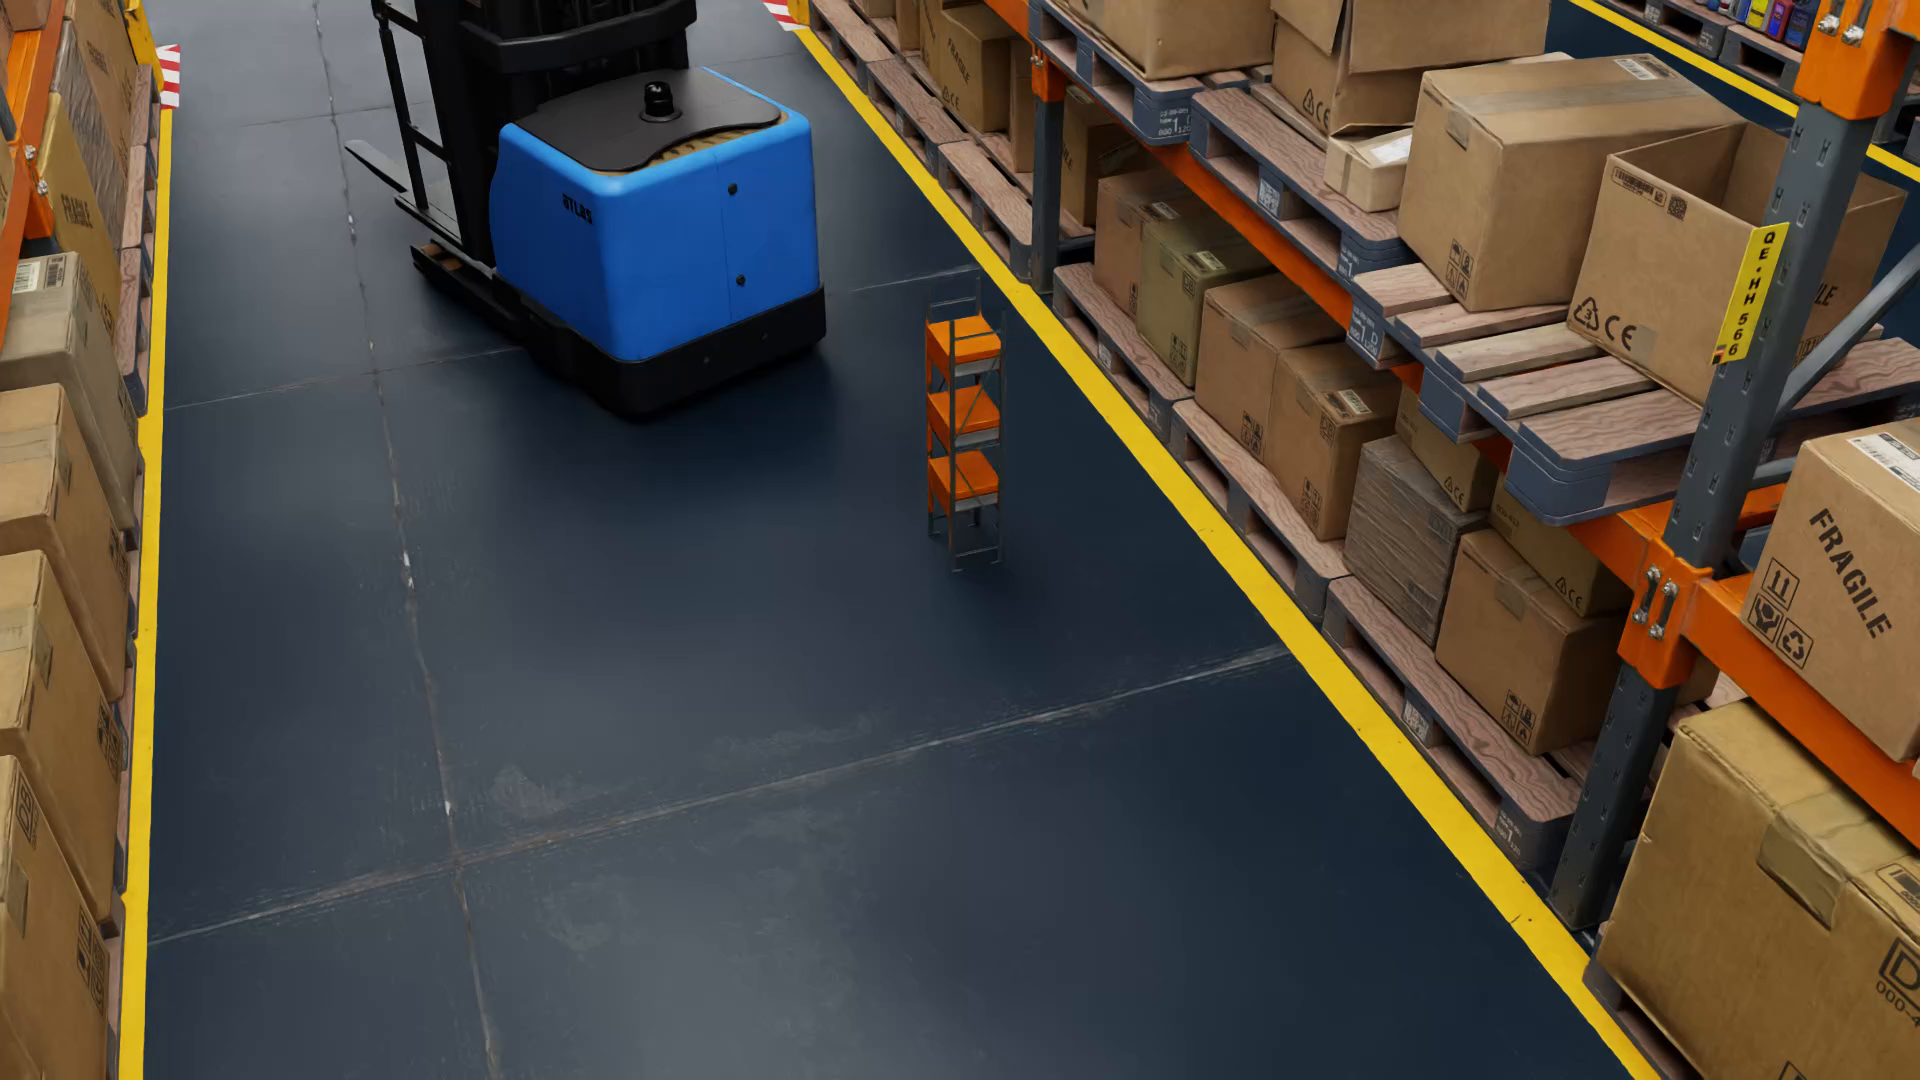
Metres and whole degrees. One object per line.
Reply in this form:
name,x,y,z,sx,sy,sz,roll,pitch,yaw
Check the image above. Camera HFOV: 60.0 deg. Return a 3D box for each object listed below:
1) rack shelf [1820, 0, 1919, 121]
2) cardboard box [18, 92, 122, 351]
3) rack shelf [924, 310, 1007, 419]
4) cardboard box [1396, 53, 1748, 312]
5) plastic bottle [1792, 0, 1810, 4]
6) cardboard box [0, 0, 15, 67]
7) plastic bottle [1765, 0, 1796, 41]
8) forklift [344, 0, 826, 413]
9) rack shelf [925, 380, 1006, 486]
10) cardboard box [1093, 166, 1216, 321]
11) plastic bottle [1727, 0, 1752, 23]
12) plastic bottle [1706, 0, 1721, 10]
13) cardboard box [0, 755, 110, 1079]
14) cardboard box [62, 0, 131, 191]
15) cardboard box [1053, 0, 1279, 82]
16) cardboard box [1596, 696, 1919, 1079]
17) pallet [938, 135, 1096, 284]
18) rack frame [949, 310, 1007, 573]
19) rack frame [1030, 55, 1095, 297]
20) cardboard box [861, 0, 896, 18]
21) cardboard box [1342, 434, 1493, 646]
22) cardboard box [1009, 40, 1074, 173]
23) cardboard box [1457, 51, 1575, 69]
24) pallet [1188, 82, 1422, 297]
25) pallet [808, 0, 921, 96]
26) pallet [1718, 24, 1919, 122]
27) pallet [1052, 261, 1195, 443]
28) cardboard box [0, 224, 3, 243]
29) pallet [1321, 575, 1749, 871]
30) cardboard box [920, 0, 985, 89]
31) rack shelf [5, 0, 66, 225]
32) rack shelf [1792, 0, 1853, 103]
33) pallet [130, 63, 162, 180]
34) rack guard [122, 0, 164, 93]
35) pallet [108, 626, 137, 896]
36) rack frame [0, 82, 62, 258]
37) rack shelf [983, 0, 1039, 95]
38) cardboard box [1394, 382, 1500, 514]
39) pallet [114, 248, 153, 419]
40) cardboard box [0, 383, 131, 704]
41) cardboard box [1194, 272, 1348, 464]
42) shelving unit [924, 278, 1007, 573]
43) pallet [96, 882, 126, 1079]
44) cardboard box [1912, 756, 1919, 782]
rack shelf,2.884,0.009,1.850,1.077,0.370,4.000,-12,39,-16
cardboard box,-4.023,-1.189,6.752,0.875,0.875,0.875,-12,39,-15
rack shelf,0.018,-0.607,5.730,0.215,0.259,0.240,-12,39,-16
cardboard box,1.687,-1.010,4.665,0.700,0.500,0.500,-7,38,-9
plastic bottle,5.240,-3.427,10.205,0.152,0.276,0.135,-12,39,-16
cardboard box,-4.221,-2.072,6.383,0.875,0.550,0.550,-12,39,-16
plastic bottle,4.817,-3.082,9.741,0.061,0.283,0.133,-10,38,-13
forklift,-1.940,-2.499,7.132,1.130,2.935,3.031,-28,45,-32
rack shelf,0.018,-0.381,5.900,0.215,0.259,0.240,-12,39,-16
cardboard box,1.011,-1.296,7.189,0.700,0.500,0.500,-15,40,-19
plastic bottle,4.748,-3.271,9.998,0.152,0.276,0.135,-12,39,-15
plastic bottle,4.647,-3.388,10.157,0.097,0.271,0.097,0,37,0
cardboard box,-2.621,1.128,3.781,1.050,0.750,0.750,-13,39,-17
cardboard box,-4.649,-2.213,8.112,0.875,0.875,0.875,-13,39,-17
cardboard box,0.962,-2.400,6.095,1.000,1.000,1.000,-12,39,-16
cardboard box,2.414,0.865,4.026,1.225,0.875,0.875,-14,39,-18
pallet,0.555,-1.728,8.369,1.003,0.211,1.213,-12,39,-16
rack frame,0.060,-0.320,5.803,0.200,1.050,0.008,-12,39,-16
rack frame,0.820,-2.470,7.036,1.000,3.000,0.127,-12,39,-16
cardboard box,-0.358,-3.543,10.189,0.500,0.500,0.500,-6,37,-7
cardboard box,1.744,-0.073,5.565,0.700,0.500,0.500,-16,40,-20
cardboard box,0.515,-2.196,8.400,0.500,0.500,0.500,-1,37,-1
cardboard box,1.835,-1.313,5.275,0.500,0.250,0.500,-14,39,-17
pallet,1.476,-1.244,5.567,1.003,0.211,1.213,-12,39,-16
pallet,-0.284,-3.107,10.199,1.003,0.211,1.213,-12,39,-16
pallet,5.278,-2.770,9.752,1.003,0.211,1.213,-12,39,-16
pallet,1.089,-0.917,7.292,1.003,0.211,1.213,-12,39,-16
cardboard box,-3.268,-1.015,5.022,0.500,0.500,0.500,-13,39,-16
pallet,1.929,0.462,5.462,1.003,0.211,1.213,-12,39,-16
cardboard box,0.078,-2.855,9.275,0.500,0.500,0.500,-9,38,-12
rack shelf,-4.560,-2.343,7.465,1.077,0.370,4.000,-12,39,-16
rack shelf,1.508,-2.251,4.850,1.077,0.370,4.000,-12,39,-16
pallet,-4.900,-2.211,9.009,1.003,0.211,1.213,-12,39,-16
rack guard,-5.257,-2.775,9.519,1.175,0.500,0.348,-12,39,-16
pallet,-3.112,0.724,5.113,1.003,0.211,1.213,-12,39,-16
rack frame,-3.872,-1.500,5.749,1.000,3.000,0.127,-12,39,-16
rack shelf,0.131,-3.313,8.753,1.077,0.370,4.000,-12,39,-16
cardboard box,1.745,-0.357,5.320,0.500,0.250,0.500,-8,38,-11
pallet,-4.060,-0.832,7.179,1.003,0.211,1.213,-12,39,-16
cardboard box,-3.246,0.108,5.134,1.050,0.750,0.750,-12,39,-16
cardboard box,1.350,-0.707,6.407,0.700,0.500,0.500,-16,40,-20
shelving unit,0.018,-0.389,5.894,0.215,1.050,0.252,-12,39,-16
pallet,-2.696,1.412,4.200,1.003,0.211,1.213,-12,39,-16
cardboard box,2.288,0.371,3.181,0.500,0.500,0.500,-13,39,-17
